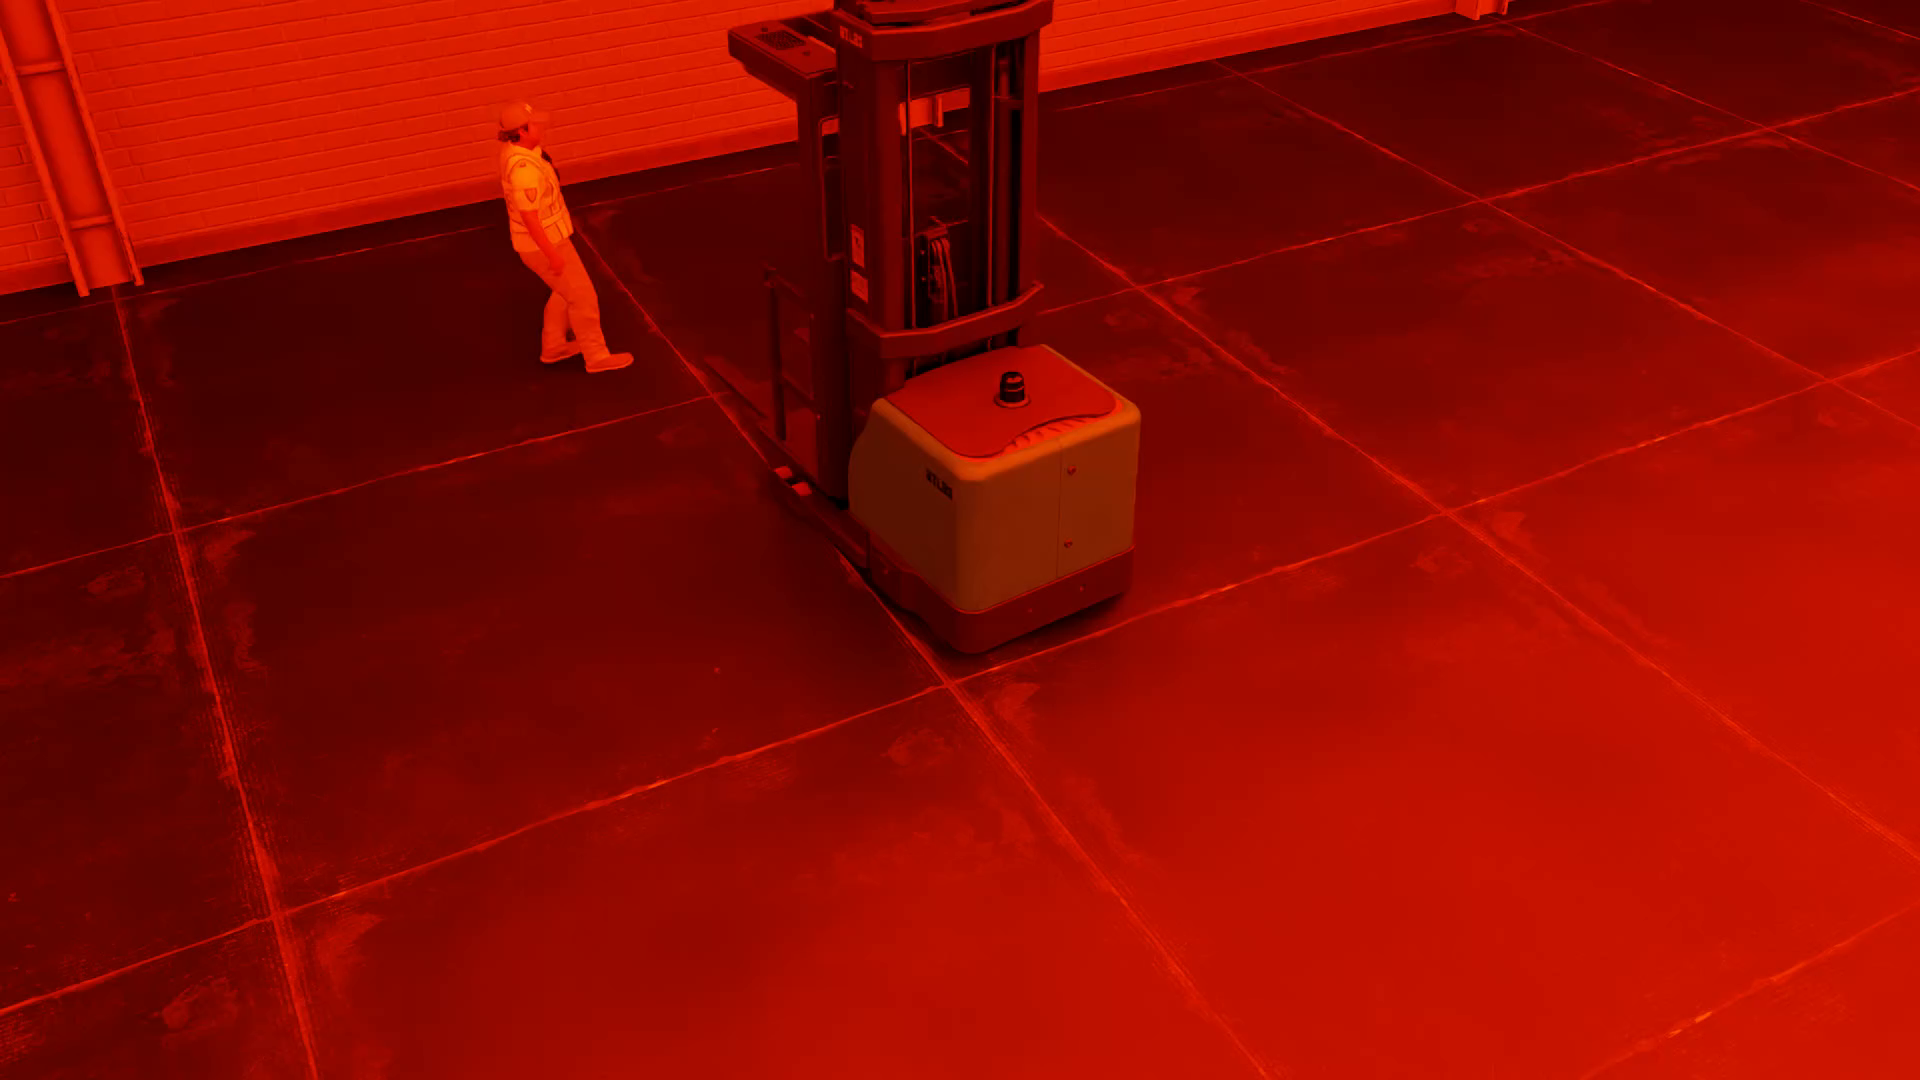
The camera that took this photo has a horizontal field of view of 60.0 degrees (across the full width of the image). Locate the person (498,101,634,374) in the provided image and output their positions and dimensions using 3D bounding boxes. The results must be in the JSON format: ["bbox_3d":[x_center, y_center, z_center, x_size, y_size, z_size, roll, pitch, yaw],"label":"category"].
[{"bbox_3d":[-2.319,-1.767,9.754,0.605,1.659,0.603,-9,36,-13],"label":"person"}]

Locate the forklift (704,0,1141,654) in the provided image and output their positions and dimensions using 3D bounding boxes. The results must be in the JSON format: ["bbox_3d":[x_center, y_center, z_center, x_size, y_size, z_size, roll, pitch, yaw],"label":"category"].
[{"bbox_3d":[-0.387,-1.475,8.210,1.130,2.935,3.031,-21,40,-27],"label":"forklift"}]
